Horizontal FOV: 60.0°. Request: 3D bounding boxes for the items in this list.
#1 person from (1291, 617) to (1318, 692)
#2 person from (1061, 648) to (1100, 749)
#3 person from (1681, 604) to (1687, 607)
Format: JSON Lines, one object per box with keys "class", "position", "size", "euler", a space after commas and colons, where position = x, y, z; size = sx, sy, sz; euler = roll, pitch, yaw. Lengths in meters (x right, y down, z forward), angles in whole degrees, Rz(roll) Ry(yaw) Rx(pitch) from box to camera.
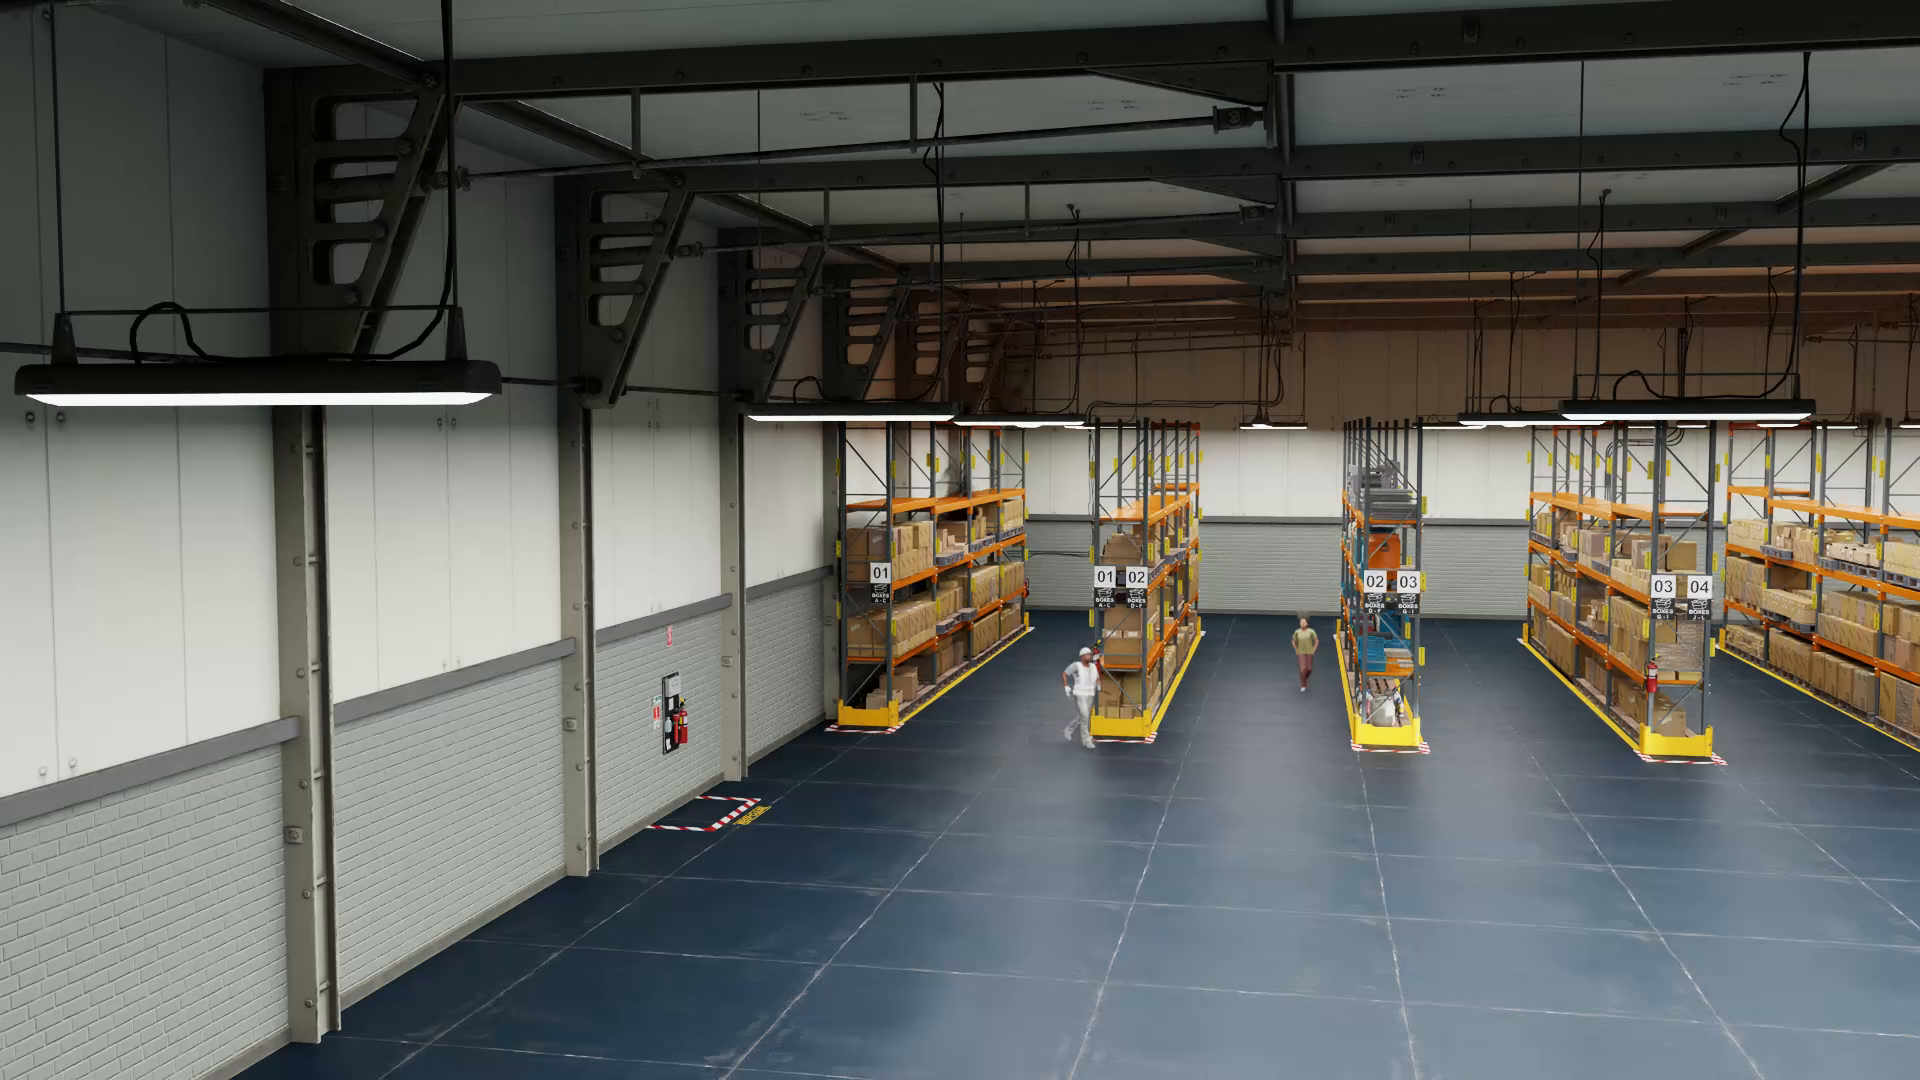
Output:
{"class": "person", "position": [7.626, 2.527, 36.808], "size": [0.580, 1.636, 0.547], "euler": [1, 4, 14]}
{"class": "person", "position": [2.297, 2.859, 30.370], "size": [0.724, 1.753, 0.877], "euler": [-3, 5, -35]}
{"class": "person", "position": [18.700, 2.098, 42.608], "size": [0.614, 1.697, 0.854], "euler": [1, 4, 16]}
